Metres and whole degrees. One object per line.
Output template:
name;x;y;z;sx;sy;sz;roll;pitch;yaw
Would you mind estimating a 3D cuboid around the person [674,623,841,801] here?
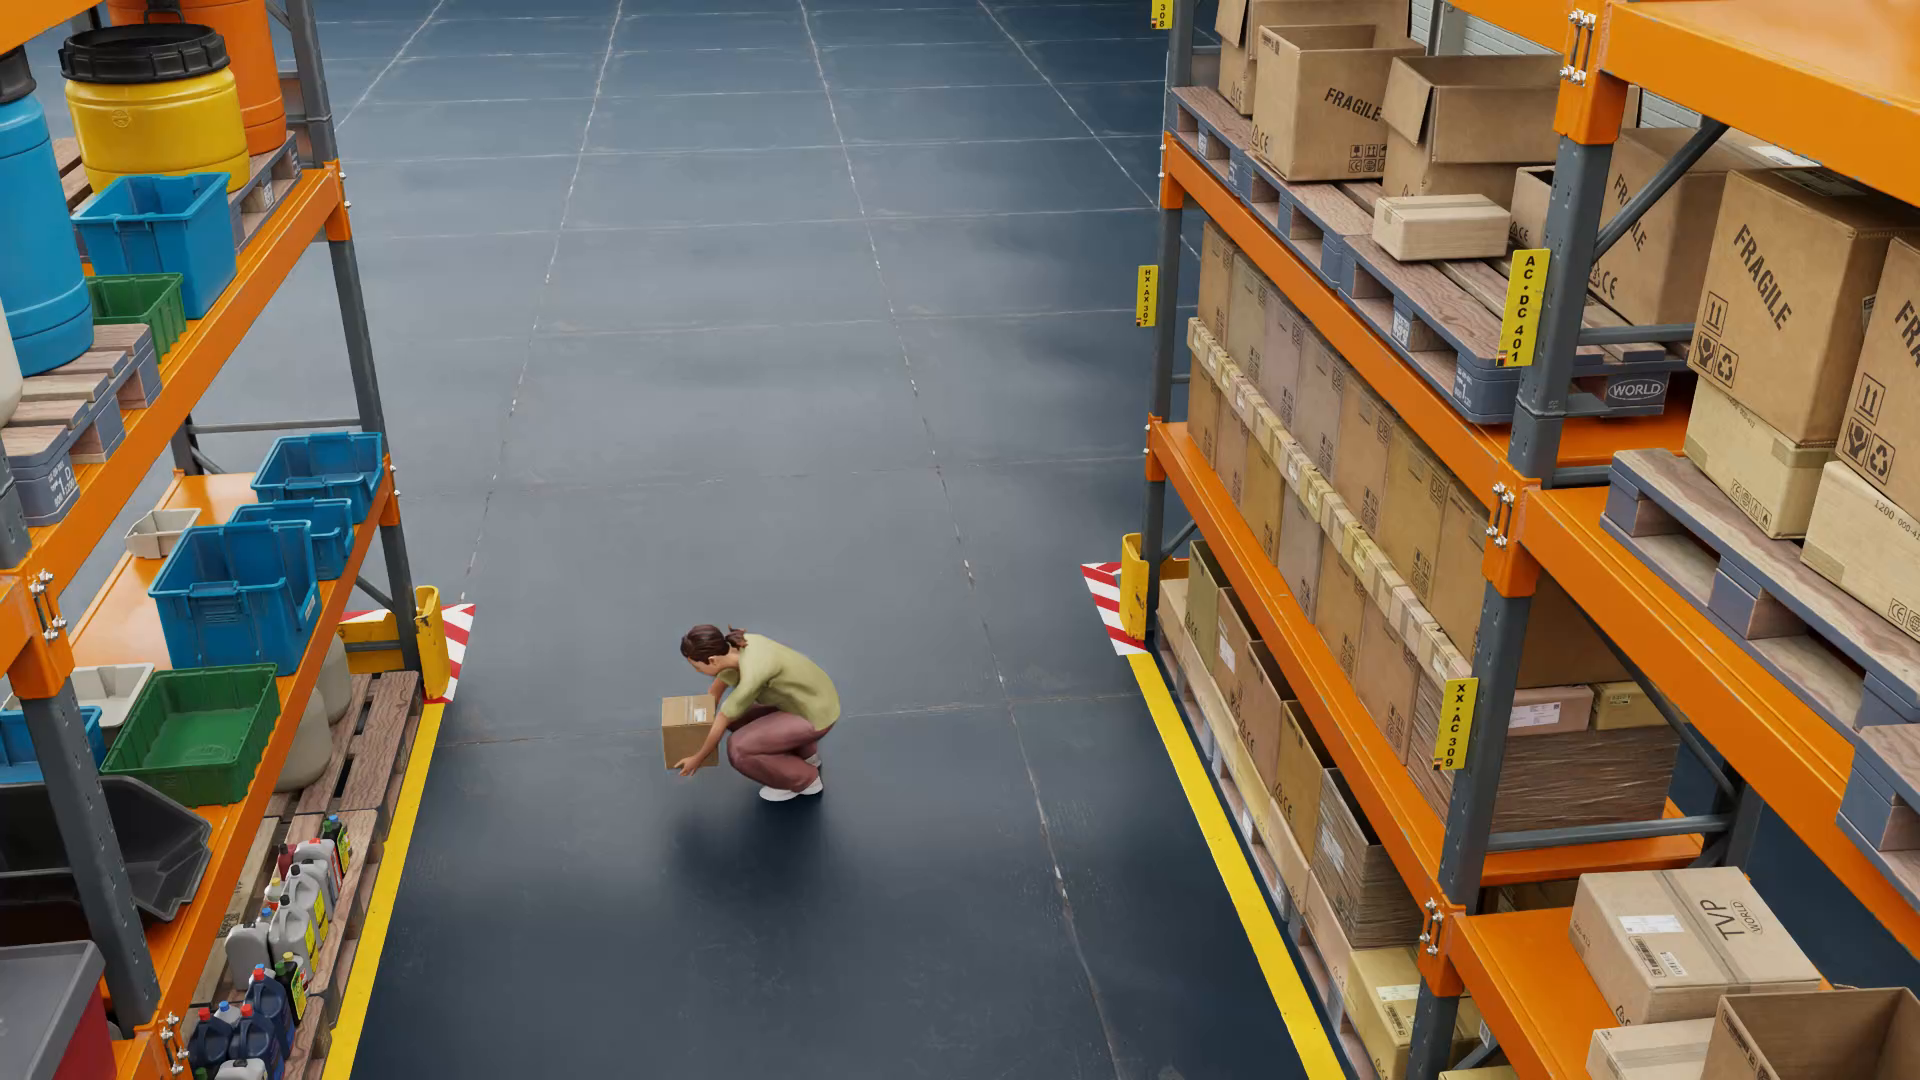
person;-0.974;0.776;7.925;0.807;0.943;0.469;-4;28;-8
